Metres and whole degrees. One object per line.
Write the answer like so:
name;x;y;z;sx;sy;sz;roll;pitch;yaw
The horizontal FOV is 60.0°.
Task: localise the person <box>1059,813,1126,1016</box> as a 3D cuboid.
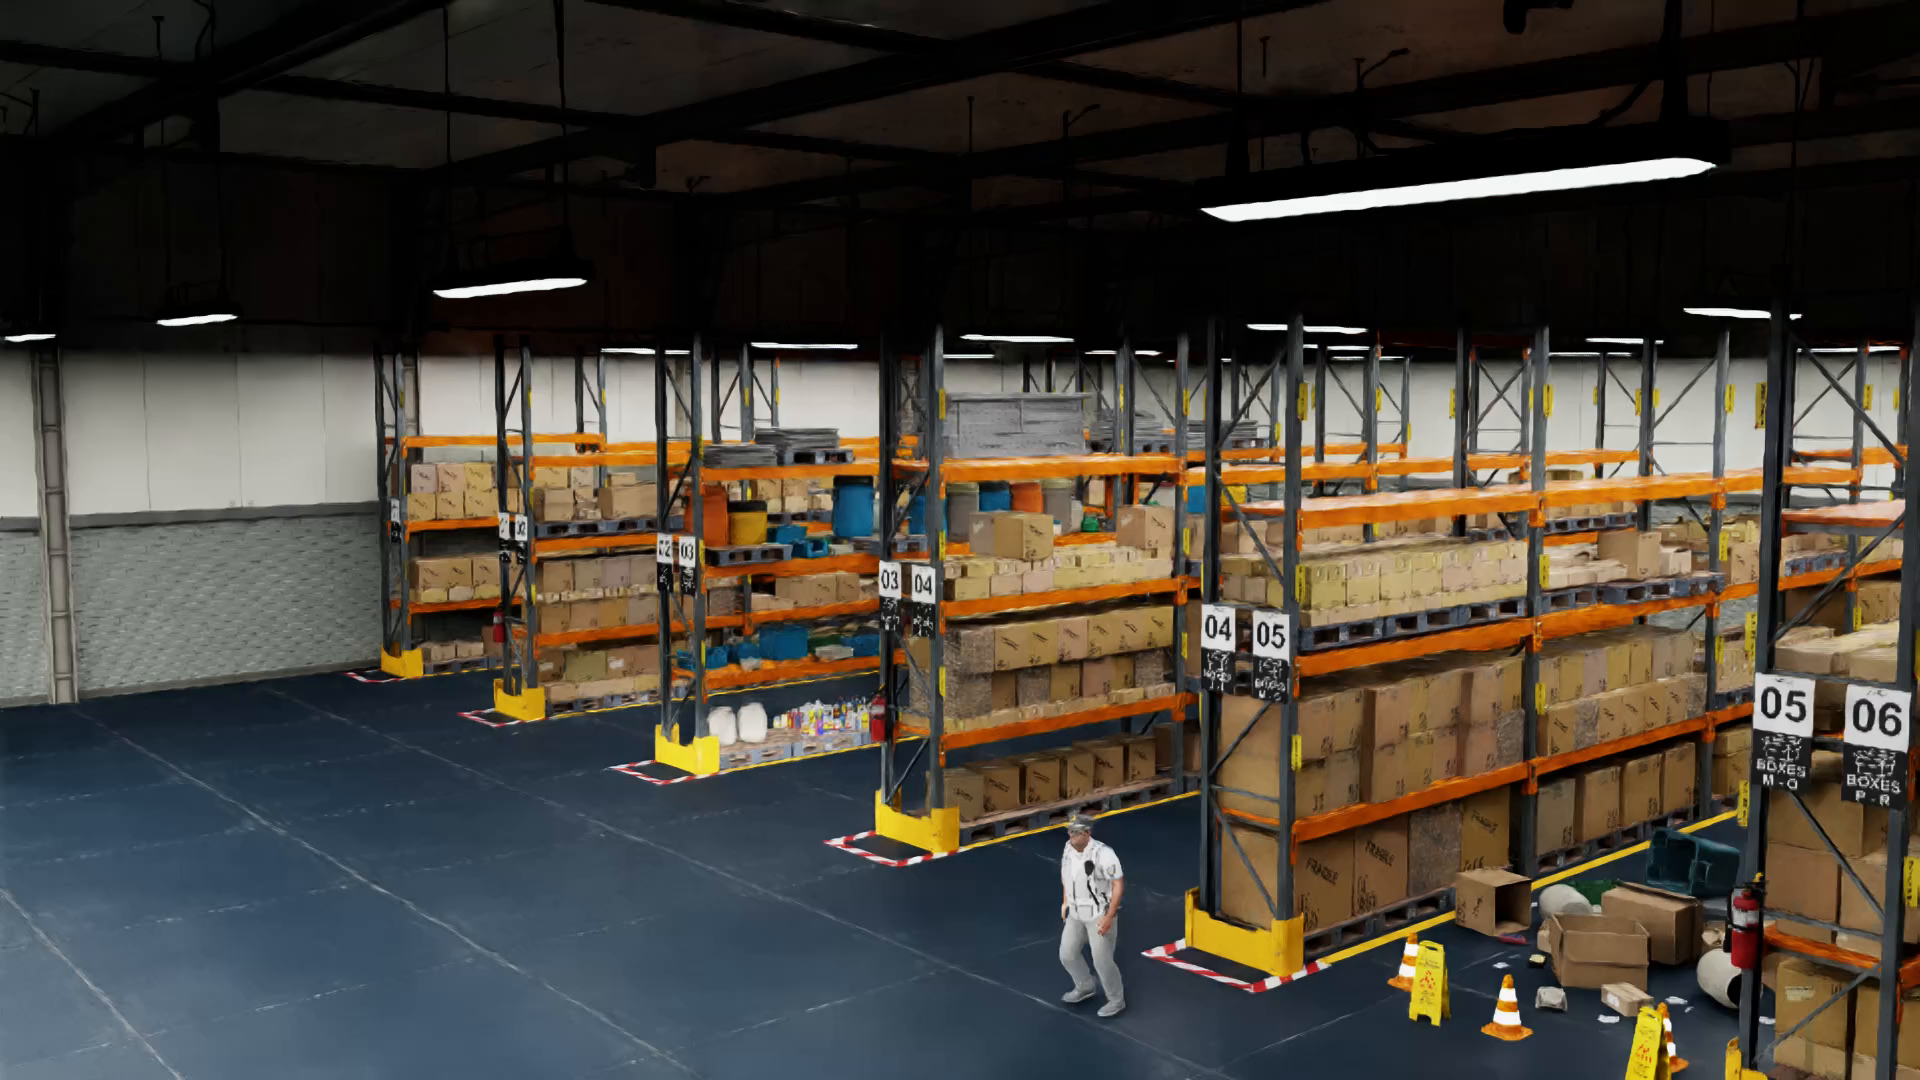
person;1.086;3.065;13.761;0.542;1.715;0.682;-5;7;-43
